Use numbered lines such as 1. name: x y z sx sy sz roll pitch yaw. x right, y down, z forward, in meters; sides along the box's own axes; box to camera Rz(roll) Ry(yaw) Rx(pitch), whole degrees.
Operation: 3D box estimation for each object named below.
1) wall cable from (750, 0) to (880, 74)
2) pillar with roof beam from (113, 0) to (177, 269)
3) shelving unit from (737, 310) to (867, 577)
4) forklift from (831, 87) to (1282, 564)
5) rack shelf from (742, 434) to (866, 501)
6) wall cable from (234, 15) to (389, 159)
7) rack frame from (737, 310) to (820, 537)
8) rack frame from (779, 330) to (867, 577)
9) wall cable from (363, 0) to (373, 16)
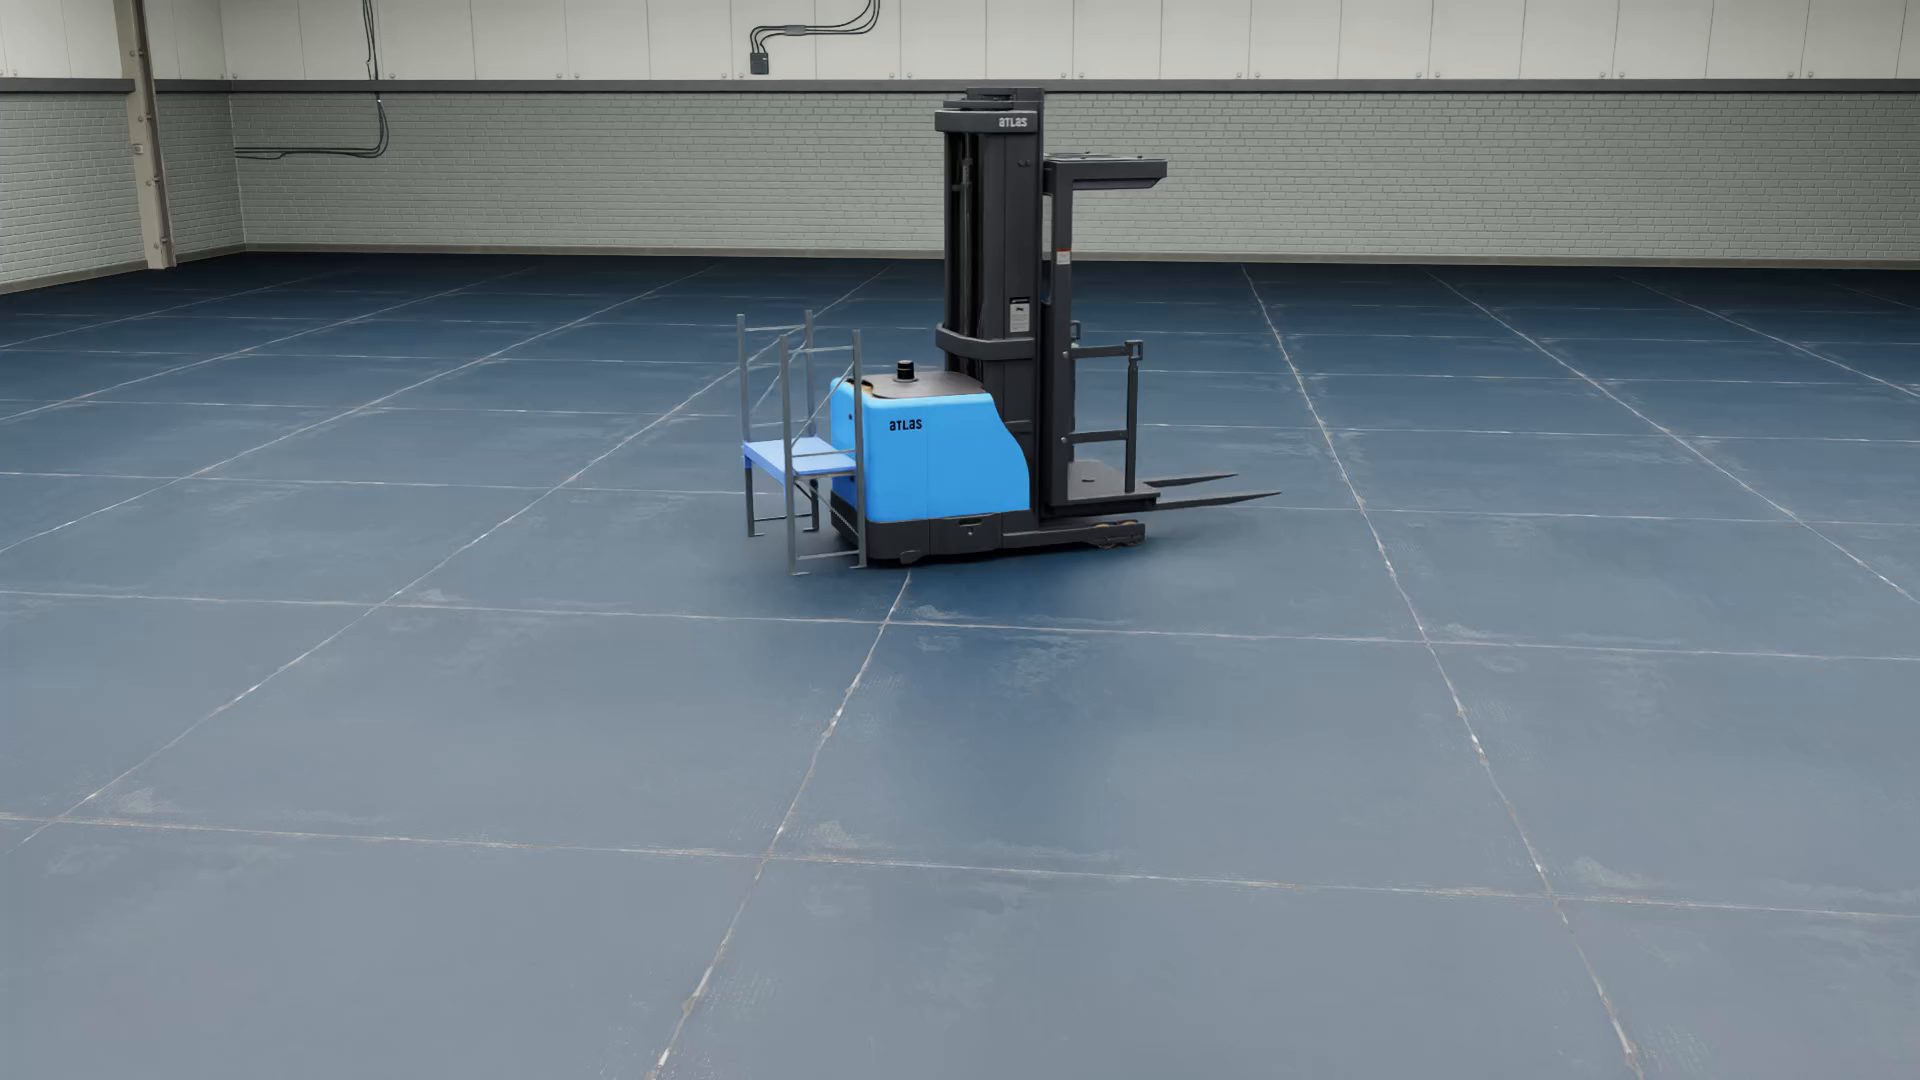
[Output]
1. wall cable: -2.533 -11.075 28.366 2.305 6.003 0.169 2 15 6
2. pillar with roof beam: -9.332 -8.865 26.709 9.100 9.000 0.400 2 15 6
3. shelving unit: -1.023 -0.650 10.681 0.538 1.500 1.048 -7 16 -21
4. forklift: 0.699 -1.478 11.015 3.031 2.935 1.130 -5 16 -19
5. rack shelf: -1.021 -0.477 10.729 0.538 0.185 1.000 -7 16 -21
6. wall cable: -11.964 -8.218 30.265 3.097 2.526 0.112 2 15 6
7. rack frame: -1.210 -0.774 11.138 0.500 1.500 0.032 -7 16 -21
8. rack frame: -0.836 -0.527 10.225 0.500 1.500 0.032 -7 16 -21
9. wall cable: -9.276 -10.577 29.311 3.097 2.526 0.112 2 15 6
